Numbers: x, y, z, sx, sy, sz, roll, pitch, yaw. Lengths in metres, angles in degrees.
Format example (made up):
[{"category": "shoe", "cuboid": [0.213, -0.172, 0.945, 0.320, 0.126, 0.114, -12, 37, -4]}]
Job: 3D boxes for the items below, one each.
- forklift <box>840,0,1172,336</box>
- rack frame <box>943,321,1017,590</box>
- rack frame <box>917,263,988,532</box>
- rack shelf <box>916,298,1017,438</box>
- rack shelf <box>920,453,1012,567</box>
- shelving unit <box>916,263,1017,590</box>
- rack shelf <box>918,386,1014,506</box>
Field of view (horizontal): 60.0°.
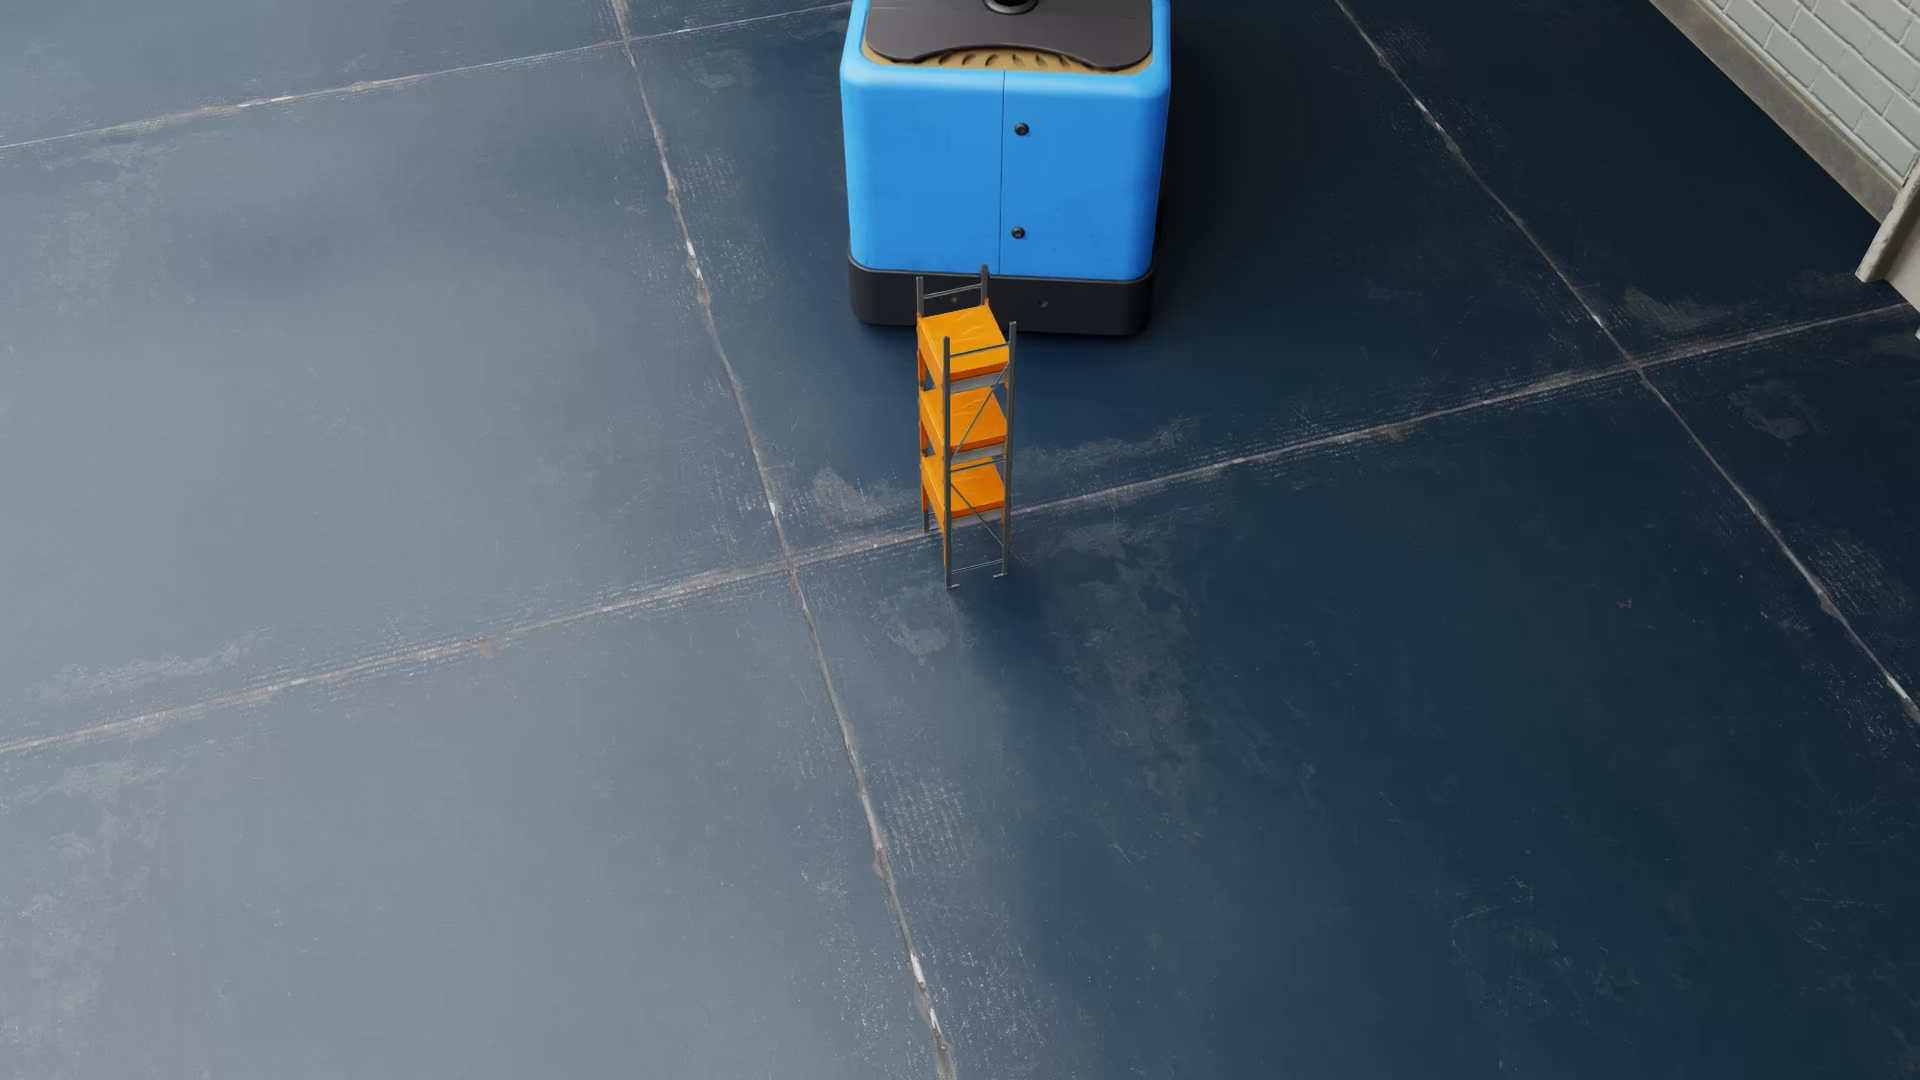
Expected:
[{"category": "forklift", "cuboid": [0.238, -2.781, 5.678, 1.130, 2.935, 3.031, 3, 50, 3]}, {"category": "rack frame", "cuboid": [0.052, -0.210, 4.741, 0.200, 1.050, 0.008, -13, 51, -11]}, {"category": "rack frame", "cuboid": [-0.020, -0.388, 4.891, 0.200, 1.050, 0.008, -13, 51, -11]}, {"category": "rack shelf", "cuboid": [0.016, -0.475, 4.607, 0.215, 0.259, 0.240, -13, 51, -11]}, {"category": "rack shelf", "cuboid": [0.016, -0.113, 5.036, 0.215, 0.259, 0.240, -13, 51, -11]}, {"category": "shelving unit", "cuboid": [0.016, -0.299, 4.816, 0.215, 1.050, 0.252, -13, 51, -11]}, {"category": "rack shelf", "cuboid": [0.016, -0.292, 4.824, 0.215, 0.259, 0.240, -13, 51, -11]}]
